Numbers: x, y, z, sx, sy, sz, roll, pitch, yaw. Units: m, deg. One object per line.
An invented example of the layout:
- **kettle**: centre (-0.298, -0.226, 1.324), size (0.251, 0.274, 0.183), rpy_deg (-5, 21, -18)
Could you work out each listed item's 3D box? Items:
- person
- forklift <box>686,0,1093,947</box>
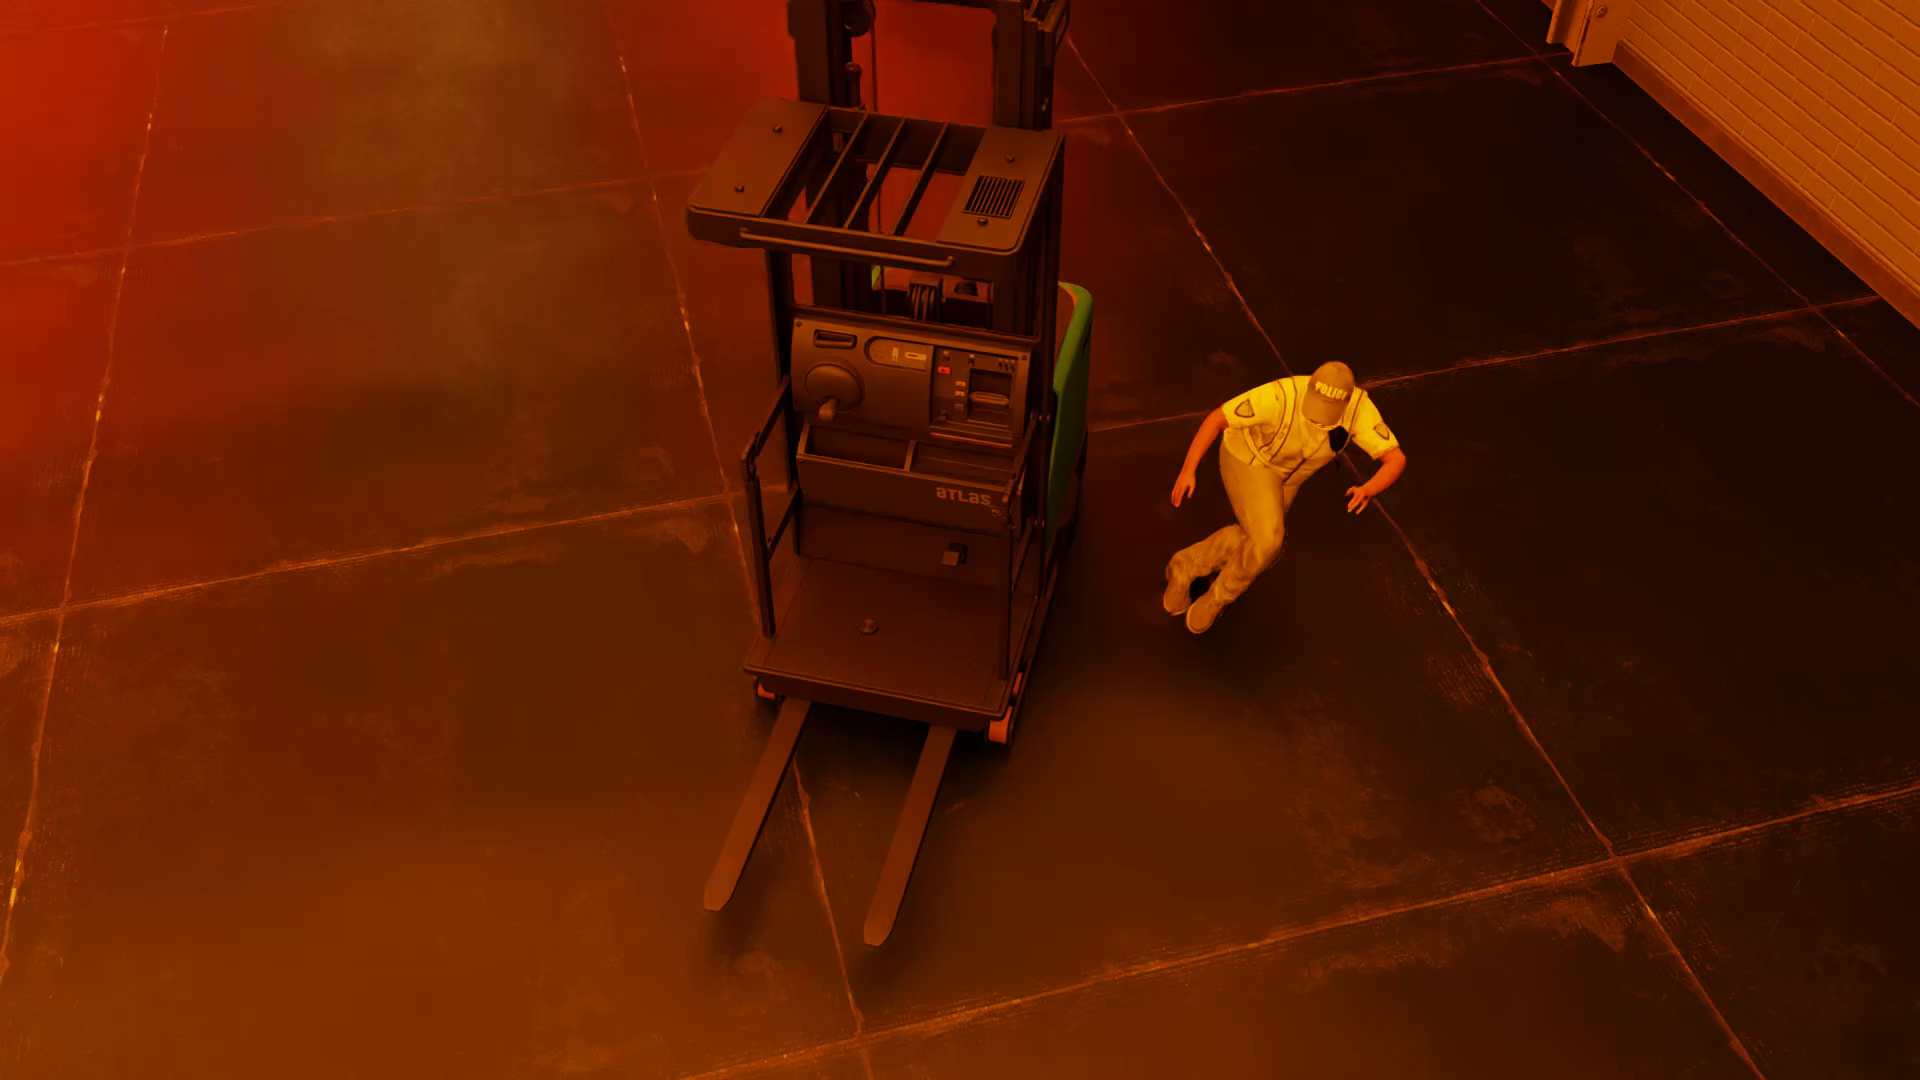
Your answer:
- **person**: centre (1.304, -0.182, 6.942), size (0.913, 1.437, 0.869), rpy_deg (-10, 44, -11)
- **forklift**: centre (-0.243, -0.519, 6.194), size (1.130, 2.935, 3.031), rpy_deg (10, 44, 10)
